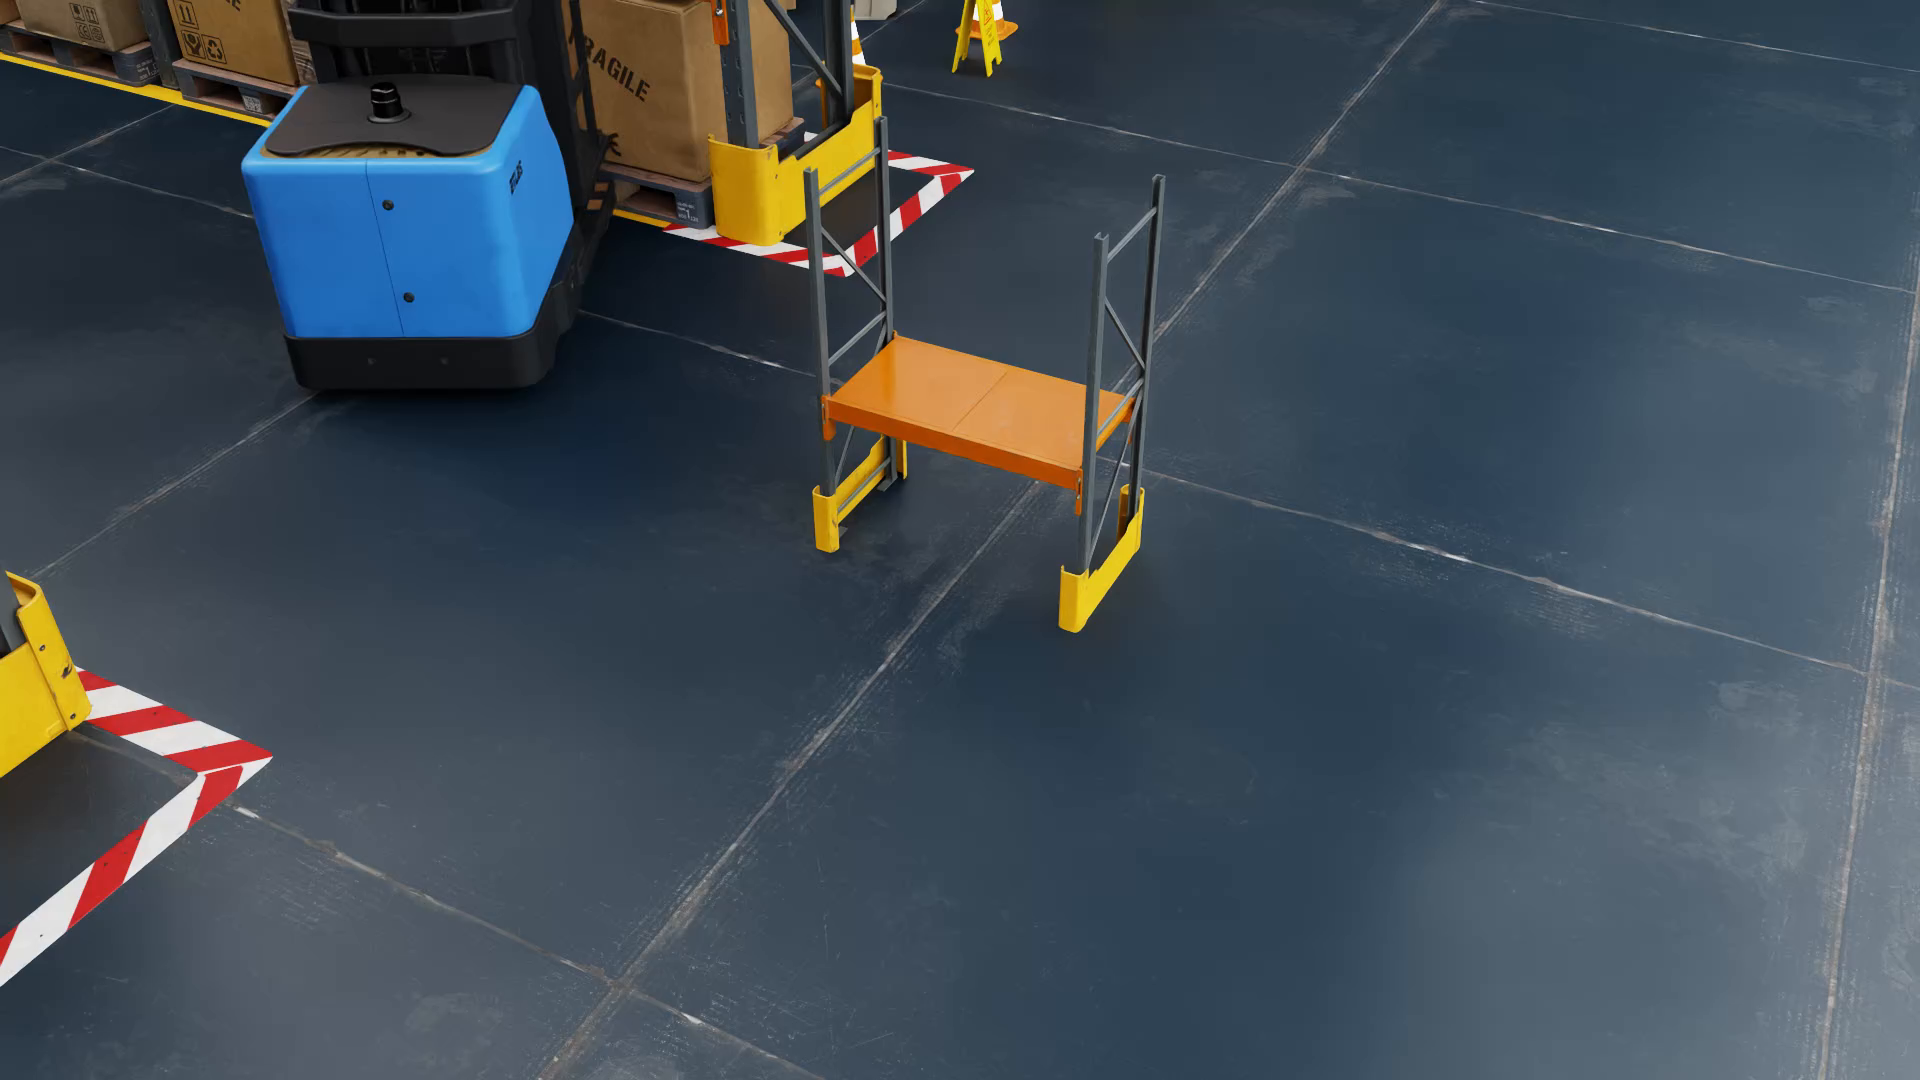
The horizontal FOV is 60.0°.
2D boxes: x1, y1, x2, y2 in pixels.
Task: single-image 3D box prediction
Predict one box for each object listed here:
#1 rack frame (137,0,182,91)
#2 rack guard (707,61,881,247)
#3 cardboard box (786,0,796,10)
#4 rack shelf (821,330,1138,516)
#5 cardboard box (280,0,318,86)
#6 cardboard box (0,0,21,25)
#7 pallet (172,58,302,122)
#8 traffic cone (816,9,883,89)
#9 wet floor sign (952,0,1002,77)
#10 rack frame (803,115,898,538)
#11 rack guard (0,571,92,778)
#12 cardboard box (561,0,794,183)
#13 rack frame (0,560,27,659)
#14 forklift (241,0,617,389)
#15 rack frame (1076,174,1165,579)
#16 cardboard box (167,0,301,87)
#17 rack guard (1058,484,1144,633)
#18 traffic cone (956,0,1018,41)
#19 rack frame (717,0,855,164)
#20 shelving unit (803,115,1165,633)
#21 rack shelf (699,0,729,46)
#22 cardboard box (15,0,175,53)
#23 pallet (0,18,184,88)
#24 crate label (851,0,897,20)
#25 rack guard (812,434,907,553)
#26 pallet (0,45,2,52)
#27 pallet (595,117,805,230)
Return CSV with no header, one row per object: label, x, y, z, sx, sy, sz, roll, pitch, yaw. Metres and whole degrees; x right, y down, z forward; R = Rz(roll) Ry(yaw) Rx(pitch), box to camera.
rack frame,-4.386,-4.098,9.168,0.127,3.000,1.000,17,41,21
rack guard,-0.813,-1.984,8.450,0.348,0.500,1.175,17,41,21
cardboard box,-1.372,-3.807,10.849,0.637,0.503,0.797,-8,38,-10
rack shelf,0.076,-0.430,5.874,1.000,0.185,0.538,17,41,21
cardboard box,-3.058,-2.958,9.076,0.875,0.875,0.875,18,41,22
cardboard box,-5.834,-3.764,10.241,0.750,0.750,1.050,17,41,21
pallet,-3.747,-2.734,9.677,1.213,0.211,1.003,17,41,21
traffic cone,-0.653,-2.886,9.669,0.334,0.463,0.336,17,41,21
wet floor sign,0.102,-3.103,9.805,0.232,0.644,0.267,11,38,14
rack frame,-0.376,-0.715,5.952,0.032,1.500,0.500,17,41,21
rack guard,-3.273,0.623,5.015,0.348,0.500,1.175,17,41,21
cardboard box,-1.467,-2.460,8.420,0.875,0.875,0.875,18,41,22
rack frame,-3.205,-0.351,4.232,0.127,3.000,1.000,17,41,21
forklift,-2.295,-2.659,7.329,1.130,2.935,3.031,0,37,0
rack frame,0.527,-0.432,5.579,0.032,1.500,0.500,17,41,21
cardboard box,-3.860,-3.207,9.404,0.875,0.875,0.875,18,41,22
rack guard,0.510,0.060,5.964,0.087,0.250,0.587,17,41,21
traffic cone,0.169,-3.398,10.344,0.334,0.463,0.336,17,41,21
rack frame,-0.834,-2.986,7.703,0.127,3.000,1.000,17,41,21
shelving unit,0.068,-0.576,5.769,1.083,1.500,0.587,17,41,21
rack shelf,-2.610,-3.256,8.653,4.000,0.370,1.077,17,41,21
cardboard box,-4.979,-3.494,9.885,0.750,0.750,1.050,17,40,21
pallet,-5.106,-3.162,10.241,1.213,0.211,1.003,17,41,21
crate label,-0.558,-3.453,10.686,0.298,0.136,0.250,-2,37,-2
rack guard,-0.375,-0.217,6.329,0.087,0.250,0.587,17,41,21
pallet,-6.194,-3.500,10.687,1.213,0.211,1.003,17,41,21
pallet,-1.580,-2.056,8.784,1.213,0.211,1.003,17,41,21
